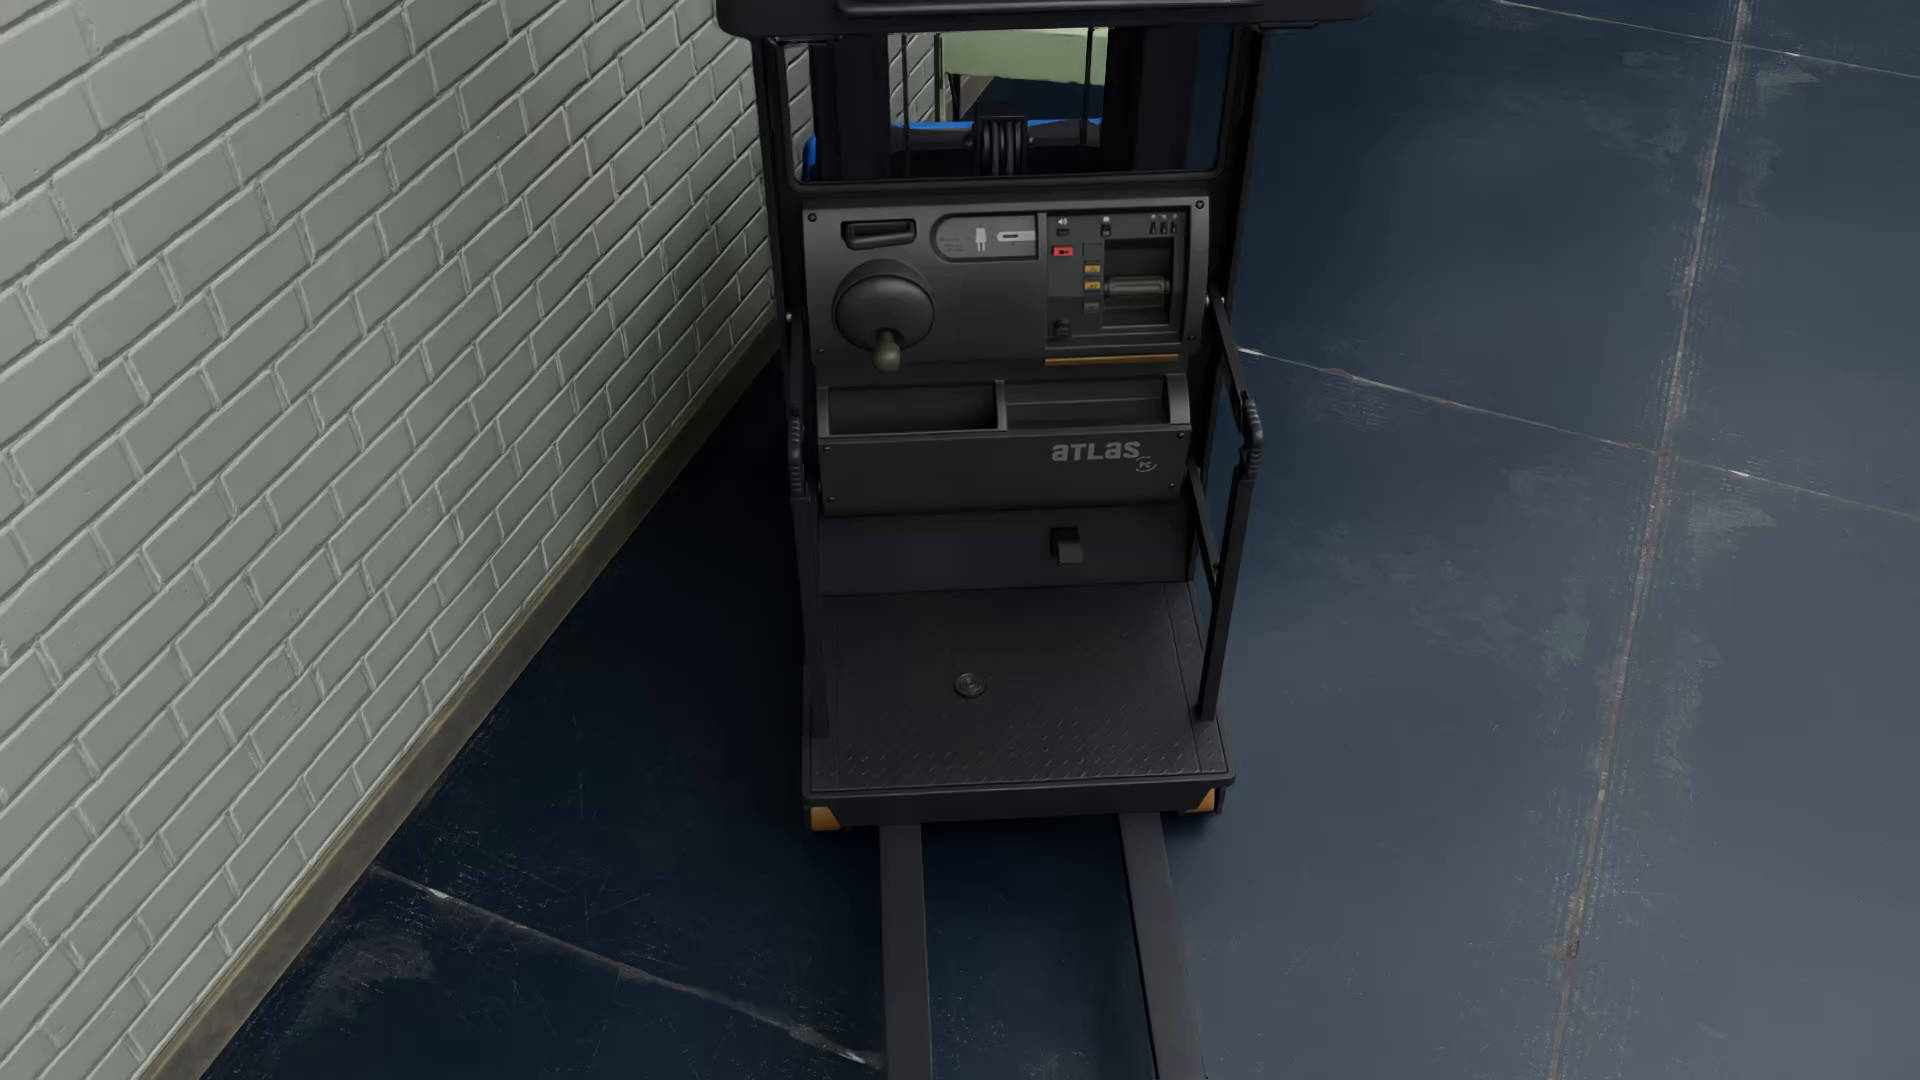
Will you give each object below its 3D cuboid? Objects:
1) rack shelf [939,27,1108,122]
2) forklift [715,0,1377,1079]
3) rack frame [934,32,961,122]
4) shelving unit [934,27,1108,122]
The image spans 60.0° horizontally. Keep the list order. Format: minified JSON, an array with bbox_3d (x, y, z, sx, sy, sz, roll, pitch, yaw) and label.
[{"bbox_3d":[0.324,-1.526,5.167,0.720,0.370,0.431,6,45,6],"label":"rack shelf"},{"bbox_3d":[0.123,-0.505,3.679,1.130,2.935,3.031,-2,45,-2],"label":"forklift"},{"bbox_3d":[-0.038,-1.288,5.481,0.023,1.500,0.400,6,45,6],"label":"rack frame"},{"bbox_3d":[0.324,-1.250,5.443,0.755,1.500,0.431,6,45,6],"label":"shelving unit"}]
